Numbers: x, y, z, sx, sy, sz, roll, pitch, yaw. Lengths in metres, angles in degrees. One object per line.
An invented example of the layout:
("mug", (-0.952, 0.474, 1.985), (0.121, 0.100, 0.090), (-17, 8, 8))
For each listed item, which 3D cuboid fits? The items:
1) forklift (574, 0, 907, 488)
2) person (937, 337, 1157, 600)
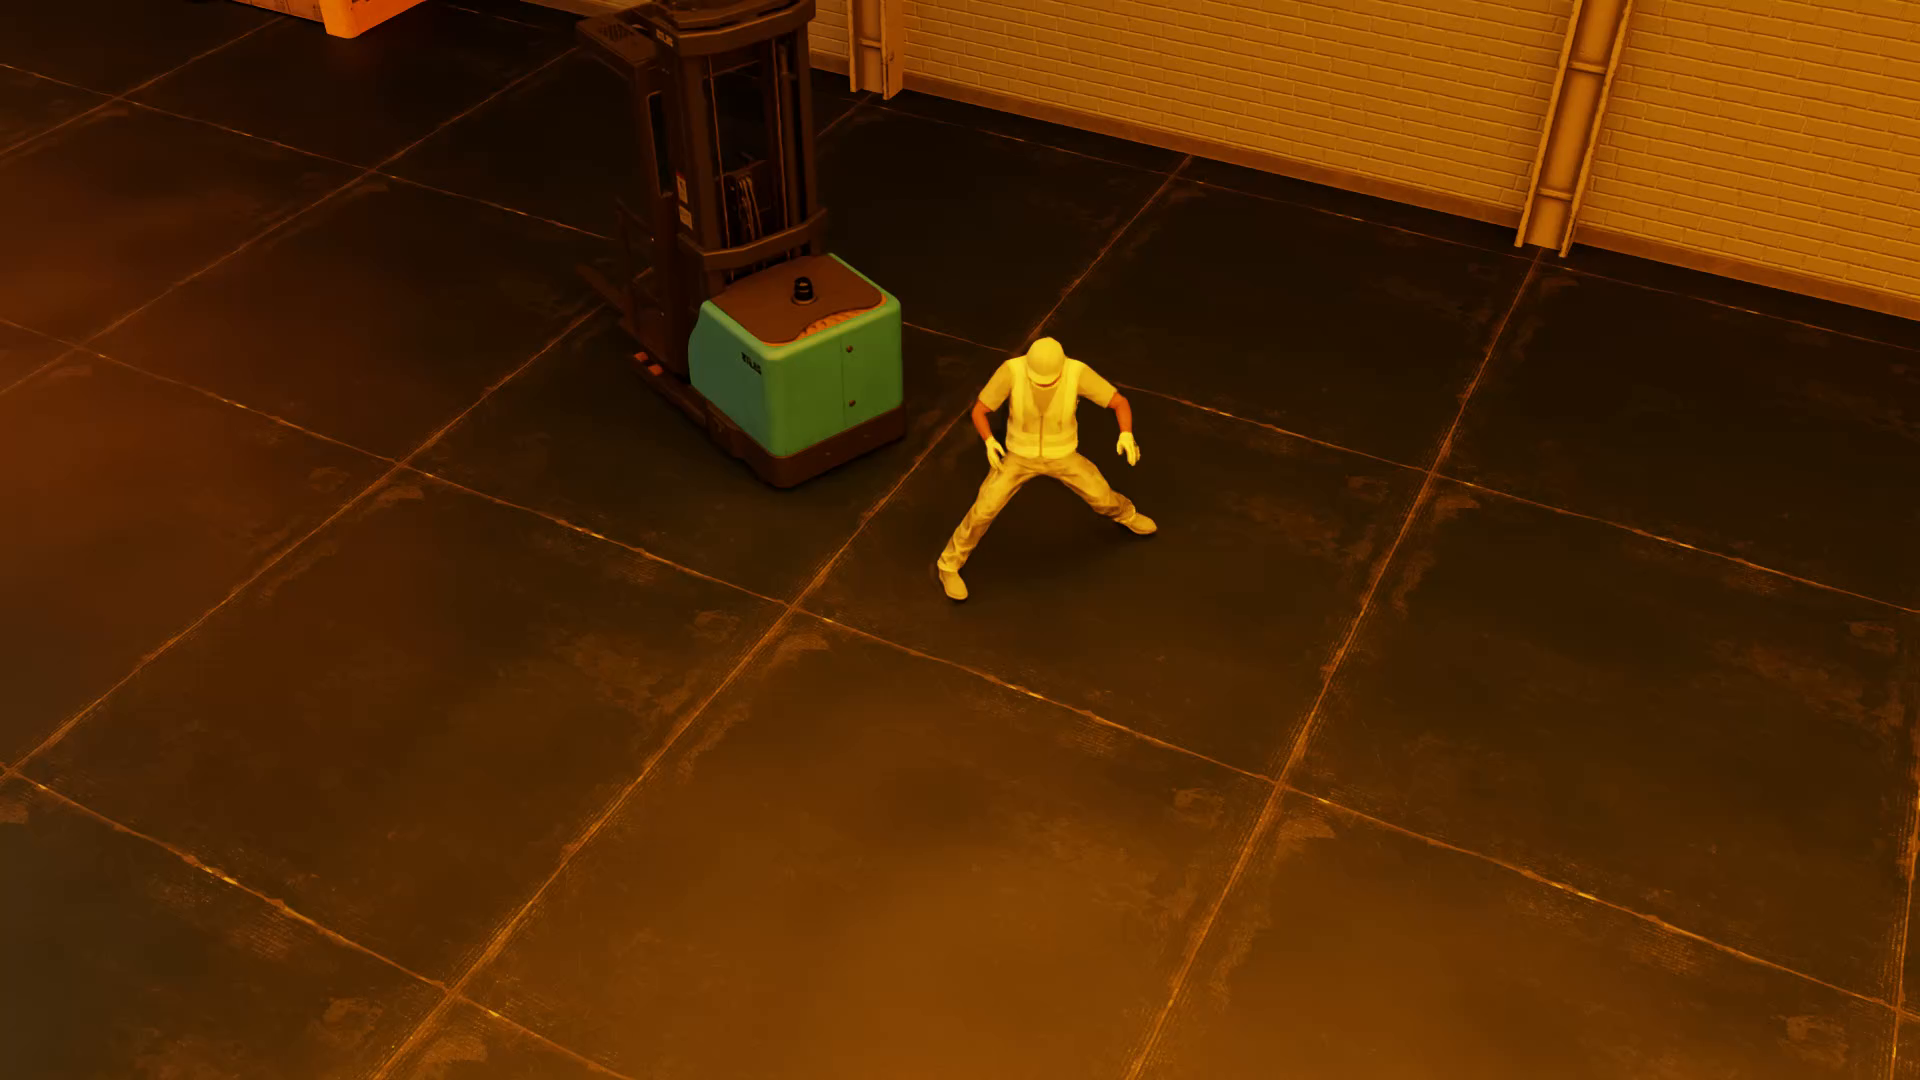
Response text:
("forklift", (-1.658, -2.345, 10.771), (1.130, 2.935, 3.031), (-27, 47, -28))
("person", (0.538, -0.471, 9.603), (1.331, 1.564, 0.839), (2, 40, 2))
